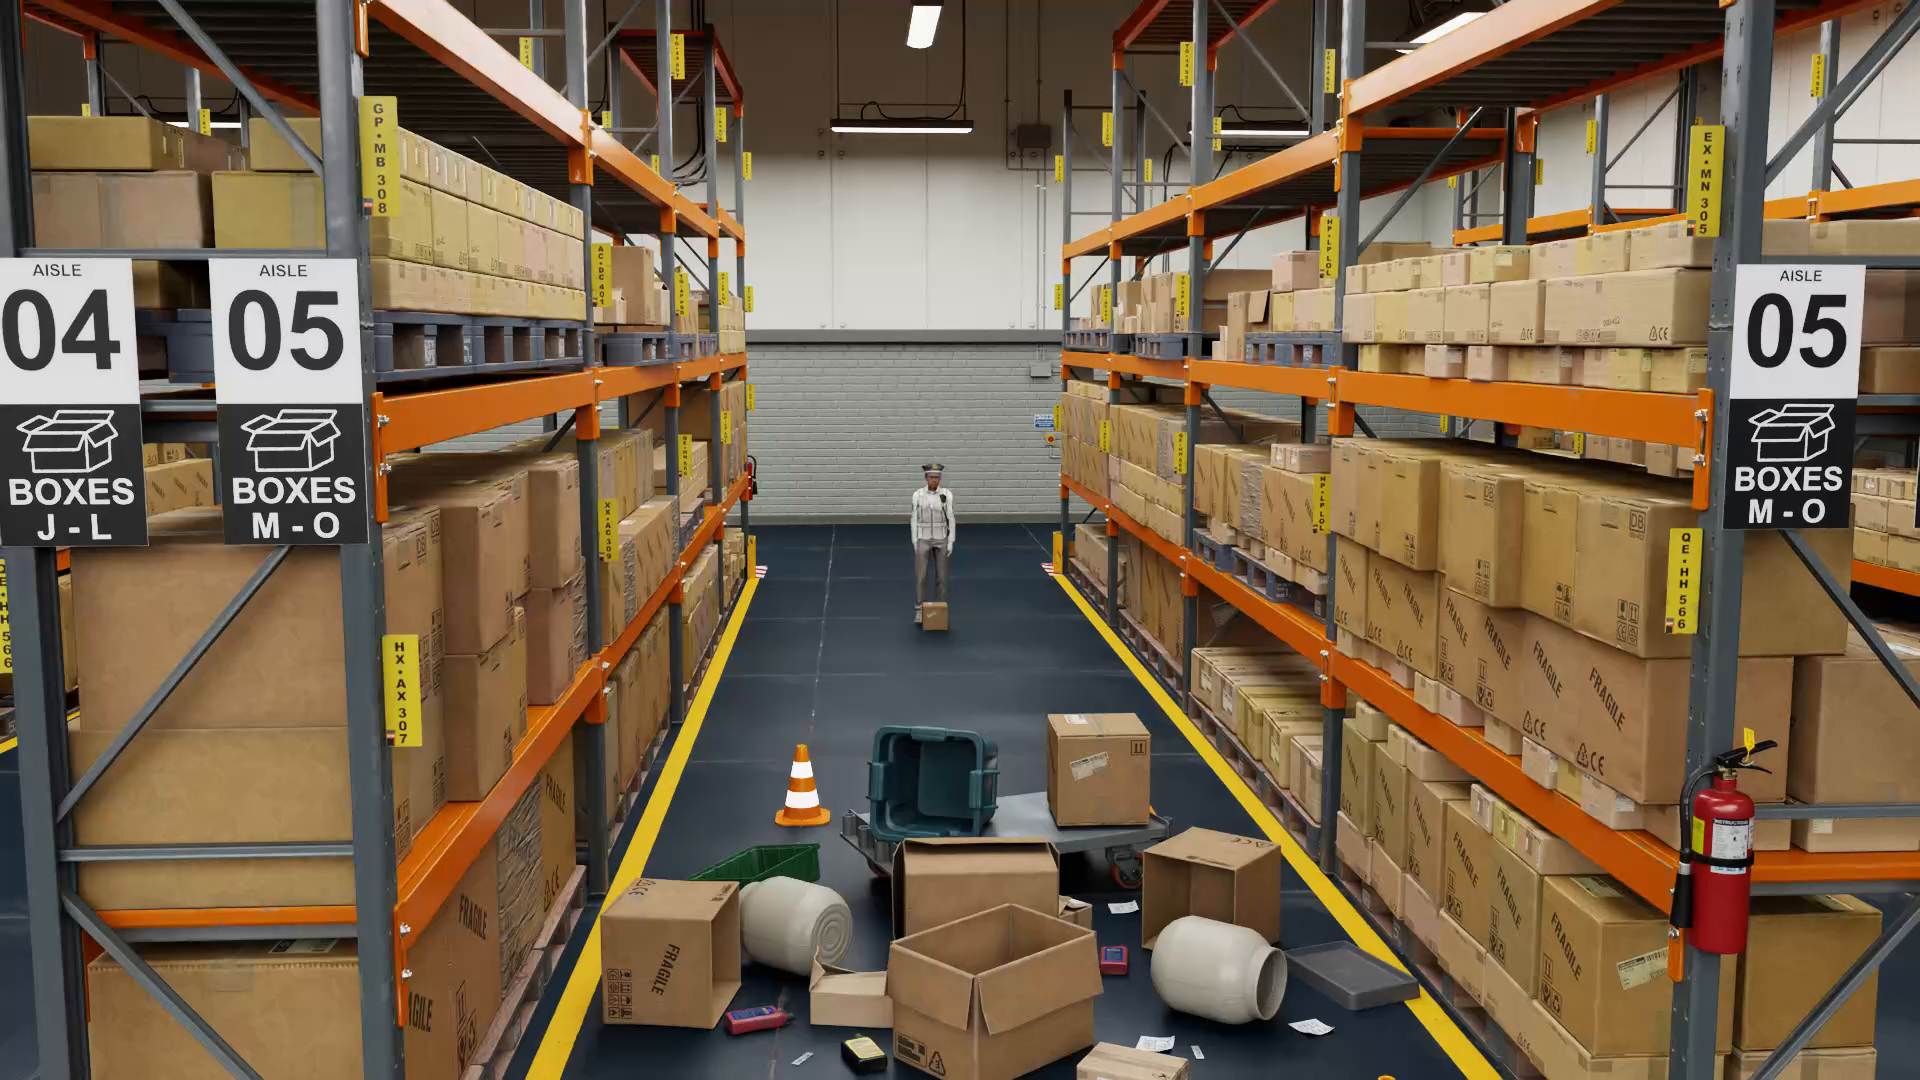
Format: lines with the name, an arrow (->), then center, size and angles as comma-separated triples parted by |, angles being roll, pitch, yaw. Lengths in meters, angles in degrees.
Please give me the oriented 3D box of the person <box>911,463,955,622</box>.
person -> -0.281, 0.025, 17.494 | 0.469, 1.680, 0.332 | 0, 7, -3
